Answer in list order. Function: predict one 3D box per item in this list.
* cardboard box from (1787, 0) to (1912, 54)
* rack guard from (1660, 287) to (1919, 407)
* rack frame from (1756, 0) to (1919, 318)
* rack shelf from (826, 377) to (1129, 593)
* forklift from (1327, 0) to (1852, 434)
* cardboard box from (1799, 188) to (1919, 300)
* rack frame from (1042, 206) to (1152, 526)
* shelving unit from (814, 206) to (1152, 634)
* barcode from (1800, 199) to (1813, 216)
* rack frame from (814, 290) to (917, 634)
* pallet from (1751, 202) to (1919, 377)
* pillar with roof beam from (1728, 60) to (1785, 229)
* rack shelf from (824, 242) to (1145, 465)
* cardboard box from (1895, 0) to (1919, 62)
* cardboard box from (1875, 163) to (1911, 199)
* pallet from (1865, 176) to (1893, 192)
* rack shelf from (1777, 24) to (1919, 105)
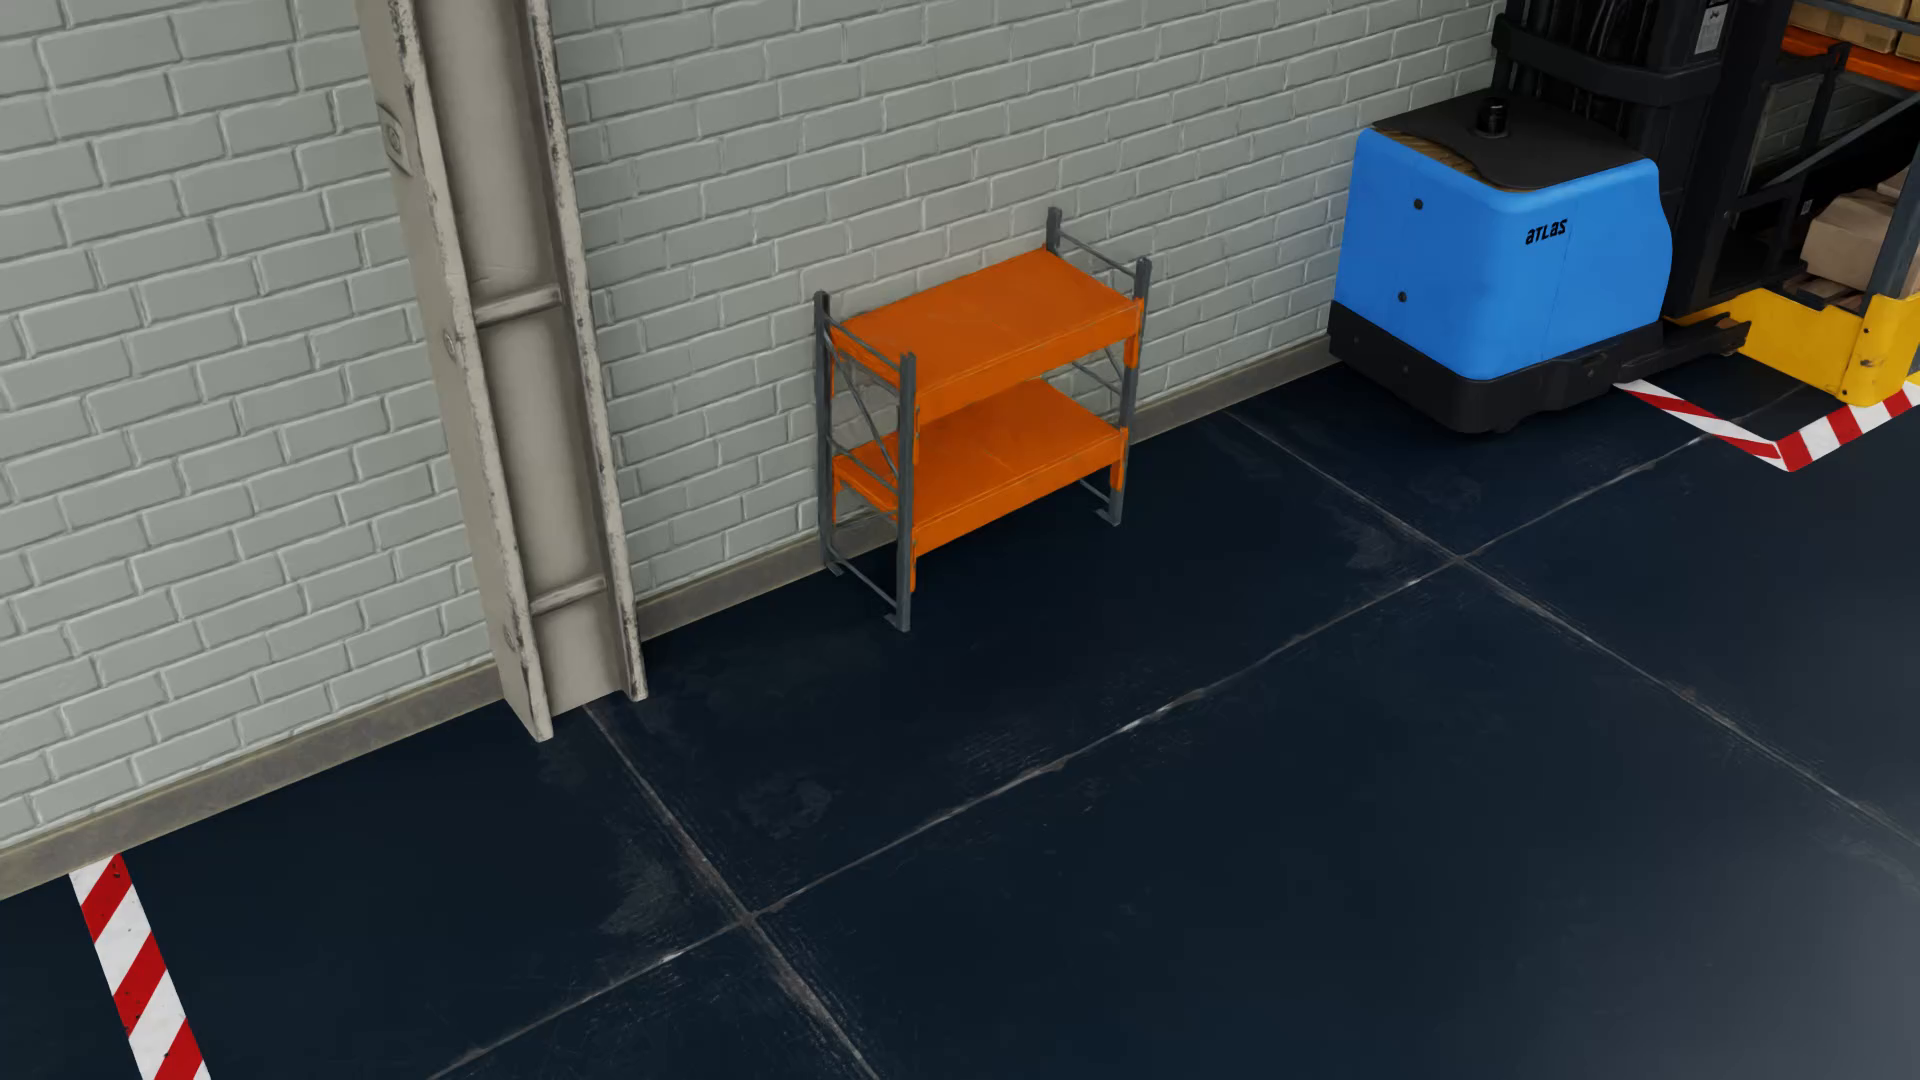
[{"bbox_3d":[3.819,-2.272,6.951,0.500,0.250,0.500,-22,41,-27],"label":"cardboard box"},{"bbox_3d":[3.610,-1.086,7.331,0.348,0.500,1.175,-22,41,-28],"label":"rack guard"},{"bbox_3d":[3.548,-2.075,6.566,0.127,3.000,1.000,-22,41,-28],"label":"rack frame"},{"bbox_3d":[0.060,-0.241,6.017,1.000,0.278,0.538,-26,46,-31],"label":"rack shelf"},{"bbox_3d":[3.067,-2.252,6.870,3.031,2.935,1.130,-19,40,-24],"label":"forklift"},{"bbox_3d":[4.166,-1.352,7.487,0.500,0.311,0.500,-28,44,-33],"label":"cardboard box"},{"bbox_3d":[0.462,-0.622,6.126,0.032,1.125,0.500,-26,46,-31],"label":"rack frame"},{"bbox_3d":[0.069,-0.433,5.865,1.048,1.125,0.538,-26,46,-31],"label":"shelving unit"},{"bbox_3d":[3.950,-1.552,7.758,0.075,0.075,0.001,-22,41,-28],"label":"barcode"},{"bbox_3d":[-0.323,-0.244,5.603,0.032,1.125,0.500,-26,46,-31],"label":"rack frame"},{"bbox_3d":[4.295,-1.225,7.772,1.213,0.211,1.003,-22,41,-28],"label":"pallet"},{"bbox_3d":[6.102,-3.104,2.859,0.400,9.000,9.100,-22,41,-28],"label":"pillar with roof beam"},{"bbox_3d":[0.080,-0.662,5.683,1.000,0.278,0.538,-26,46,-31],"label":"rack shelf"},{"bbox_3d":[4.130,-2.035,6.622,0.500,0.250,0.500,-24,42,-29],"label":"cardboard box"},{"bbox_3d":[4.632,-1.544,7.753,0.500,0.311,0.500,-19,40,-24],"label":"cardboard box"},{"bbox_3d":[5.291,-1.633,8.339,1.213,0.211,1.003,-22,41,-28],"label":"pallet"},{"bbox_3d":[5.183,-2.456,7.711,4.000,0.370,1.077,-22,41,-28],"label":"rack shelf"}]
